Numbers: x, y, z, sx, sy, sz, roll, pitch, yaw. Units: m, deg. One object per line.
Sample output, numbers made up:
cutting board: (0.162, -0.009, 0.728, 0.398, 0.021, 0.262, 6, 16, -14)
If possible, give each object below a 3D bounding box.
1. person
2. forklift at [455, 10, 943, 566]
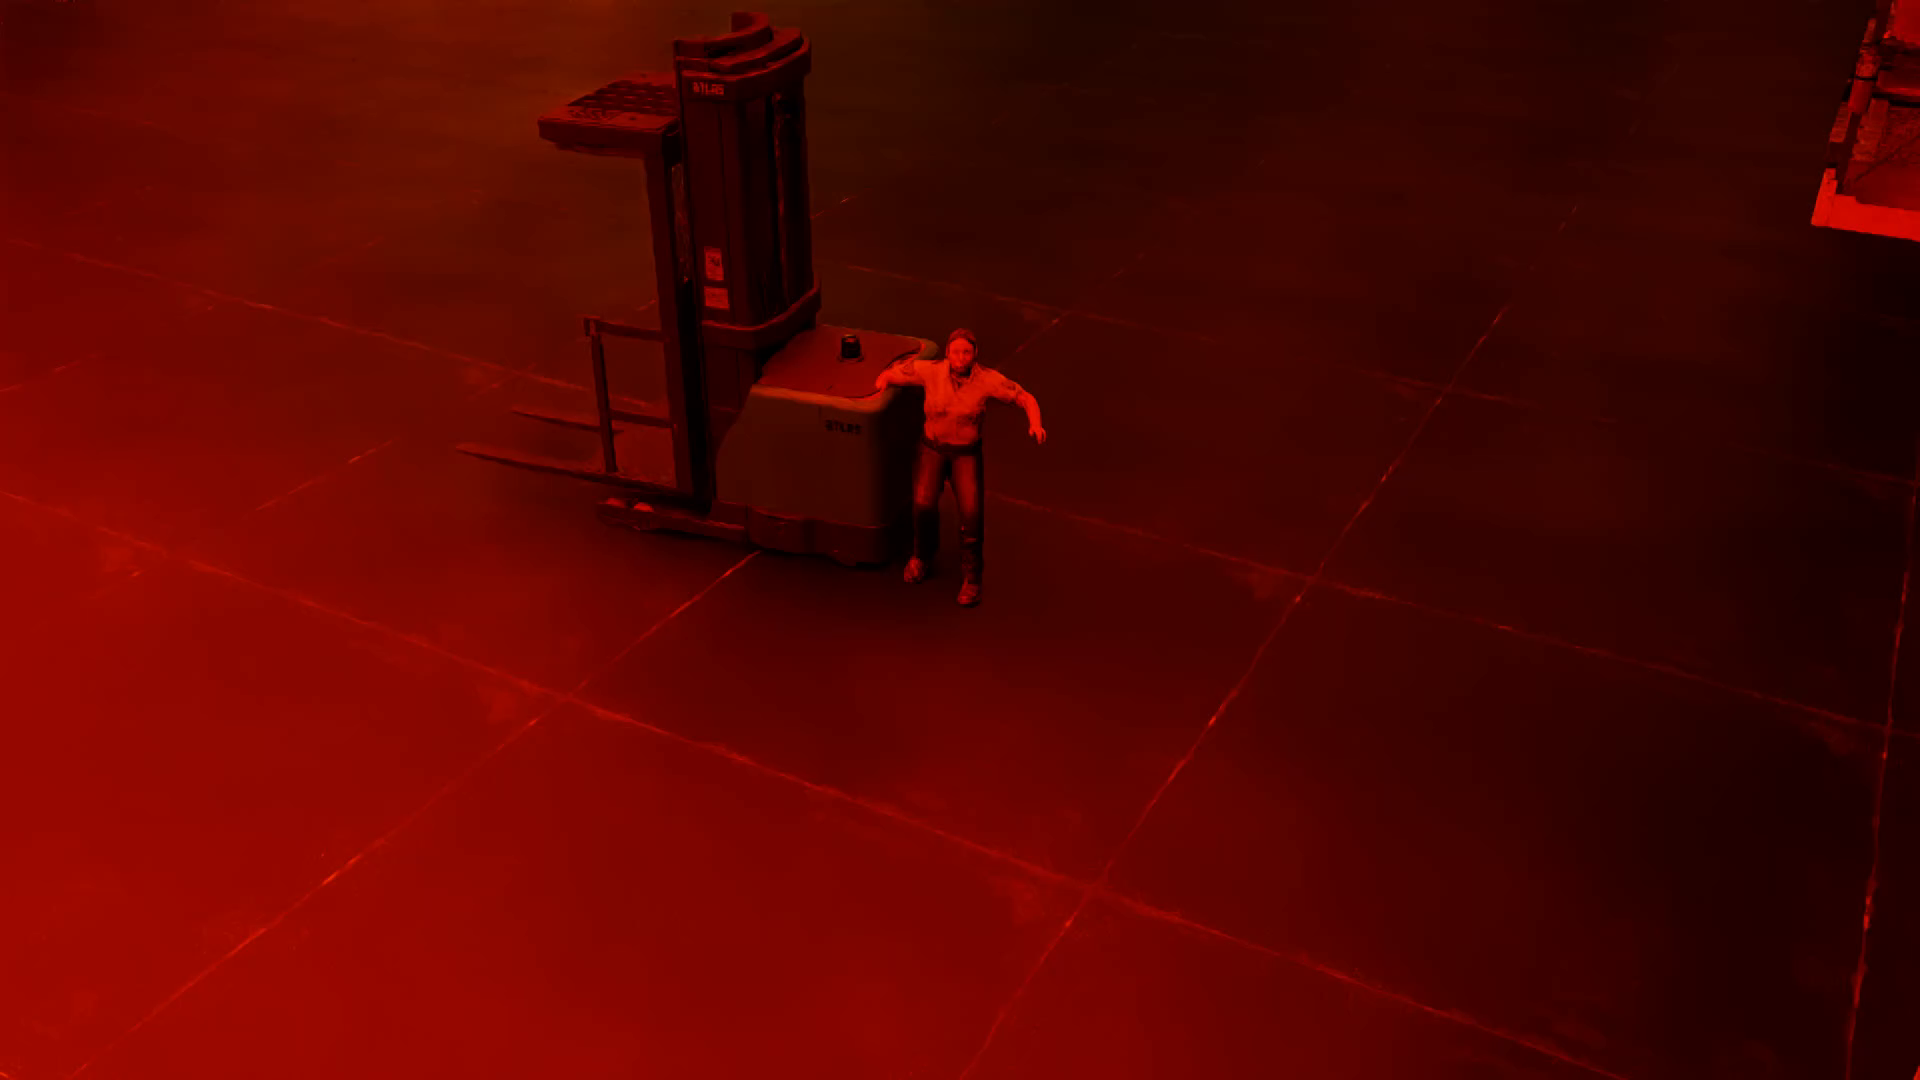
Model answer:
person: (-0.052, -0.421, 9.312, 1.009, 1.406, 0.788, -3, 30, -5)
forklift: (-1.679, -1.560, 9.774, 3.031, 2.935, 1.130, 10, 32, 17)
